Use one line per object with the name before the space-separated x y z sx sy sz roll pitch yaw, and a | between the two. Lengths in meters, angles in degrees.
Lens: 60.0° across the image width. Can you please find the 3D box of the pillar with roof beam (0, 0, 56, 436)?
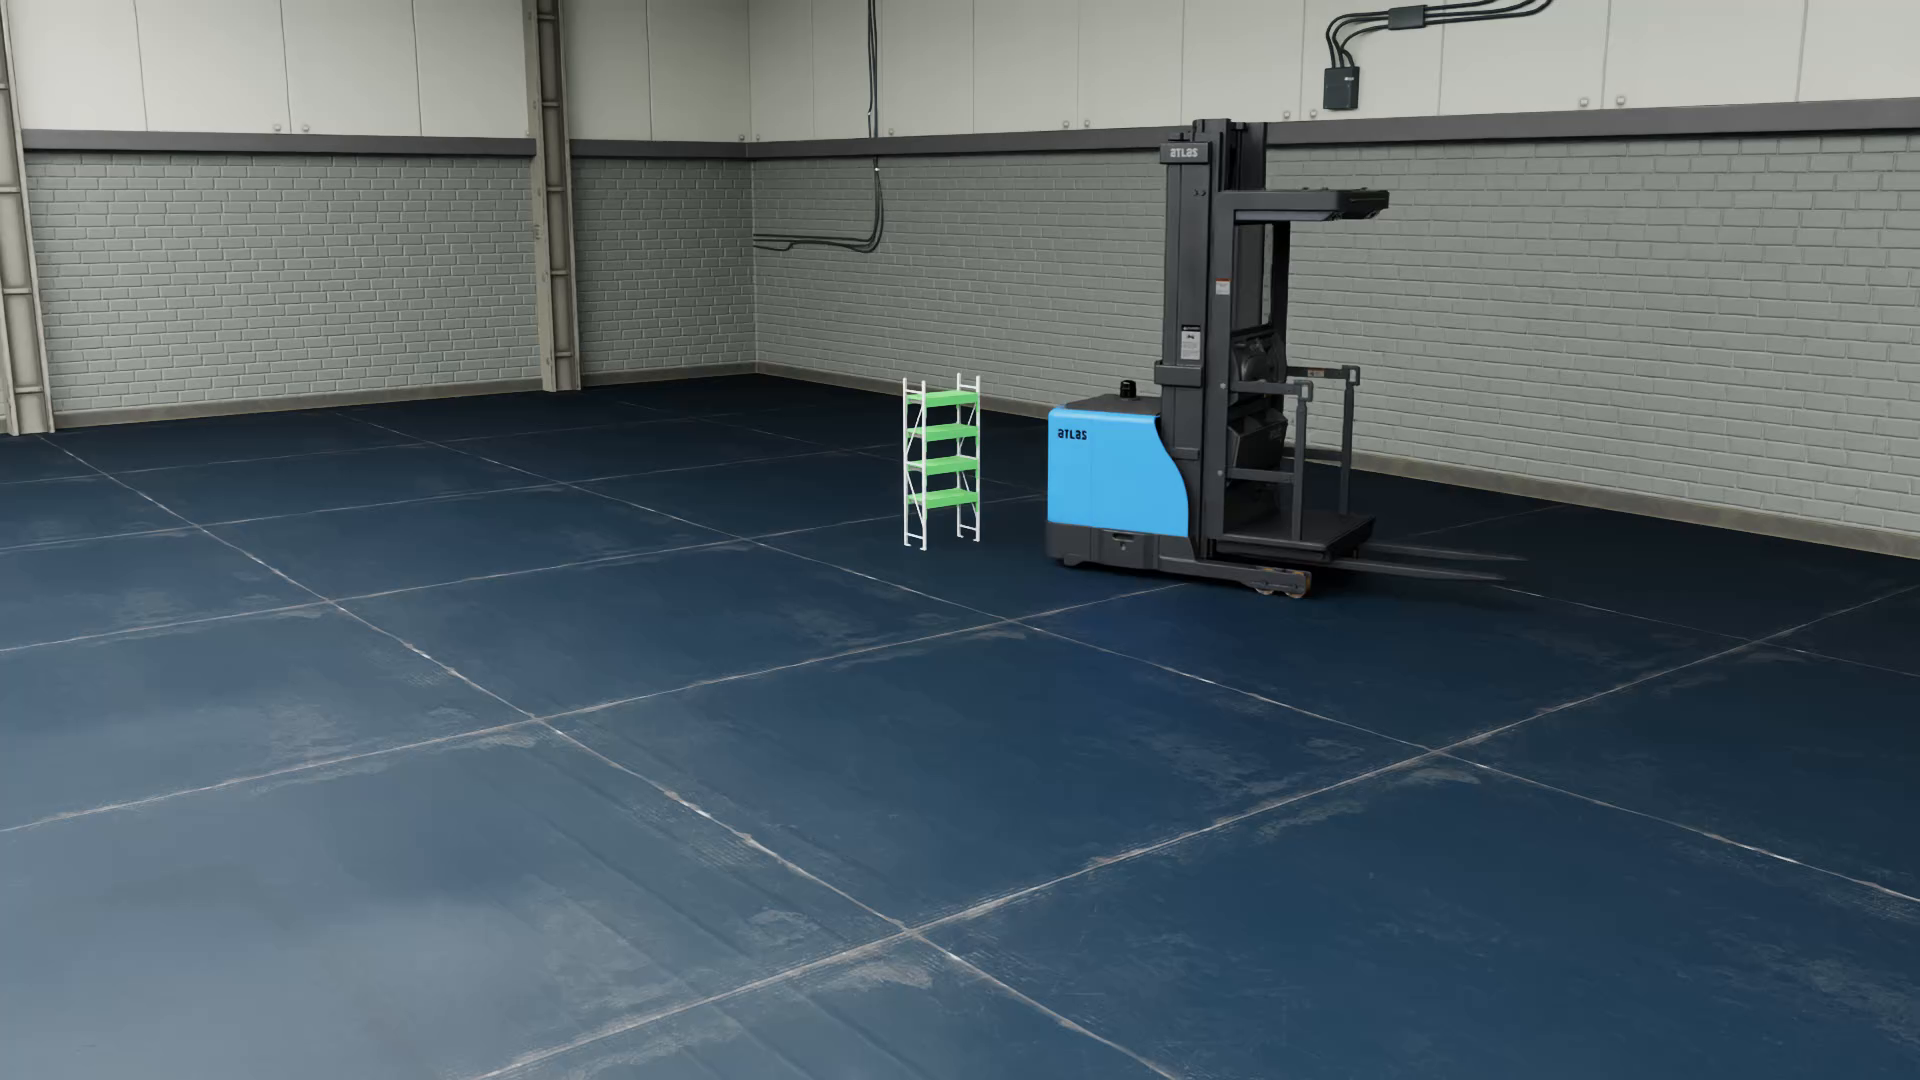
pillar with roof beam | -7.054 -4.834 13.229 0.400 9.000 9.100 -9 15 -38

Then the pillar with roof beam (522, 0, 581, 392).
pillar with roof beam | -2.369 -5.612 16.895 0.400 9.000 9.100 -9 15 -38

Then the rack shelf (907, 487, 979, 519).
rack shelf | -0.129 -0.268 11.966 0.480 0.148 0.258 -9 15 -38

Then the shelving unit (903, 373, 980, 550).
shelving unit | -0.129 -0.565 11.903 0.503 1.200 0.258 -9 15 -38

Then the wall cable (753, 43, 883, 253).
wall cable | -1.932 -4.960 21.296 0.112 2.526 3.097 -9 15 -38

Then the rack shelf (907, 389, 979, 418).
rack shelf | -0.129 -0.972 11.817 0.480 0.148 0.258 -9 15 -38

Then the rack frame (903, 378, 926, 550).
rack frame | -0.320 -0.534 11.754 0.015 1.200 0.240 -9 15 -38

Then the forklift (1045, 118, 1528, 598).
forklift | 2.113 -1.195 10.700 3.031 2.935 1.130 7 14 29

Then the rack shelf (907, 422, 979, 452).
rack shelf | -0.129 -0.738 11.866 0.480 0.148 0.258 -9 15 -38

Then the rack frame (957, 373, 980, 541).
rack frame | 0.061 -0.597 12.052 0.015 1.200 0.240 -9 15 -38

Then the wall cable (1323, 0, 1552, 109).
wall cable | 3.986 -6.600 13.359 0.169 6.003 2.305 -9 15 -38

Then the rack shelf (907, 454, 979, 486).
rack shelf | -0.129 -0.503 11.916 0.480 0.148 0.258 -9 15 -38

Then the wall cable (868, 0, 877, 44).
wall cable | -0.242 -6.991 18.705 0.112 2.526 3.097 -9 15 -38
